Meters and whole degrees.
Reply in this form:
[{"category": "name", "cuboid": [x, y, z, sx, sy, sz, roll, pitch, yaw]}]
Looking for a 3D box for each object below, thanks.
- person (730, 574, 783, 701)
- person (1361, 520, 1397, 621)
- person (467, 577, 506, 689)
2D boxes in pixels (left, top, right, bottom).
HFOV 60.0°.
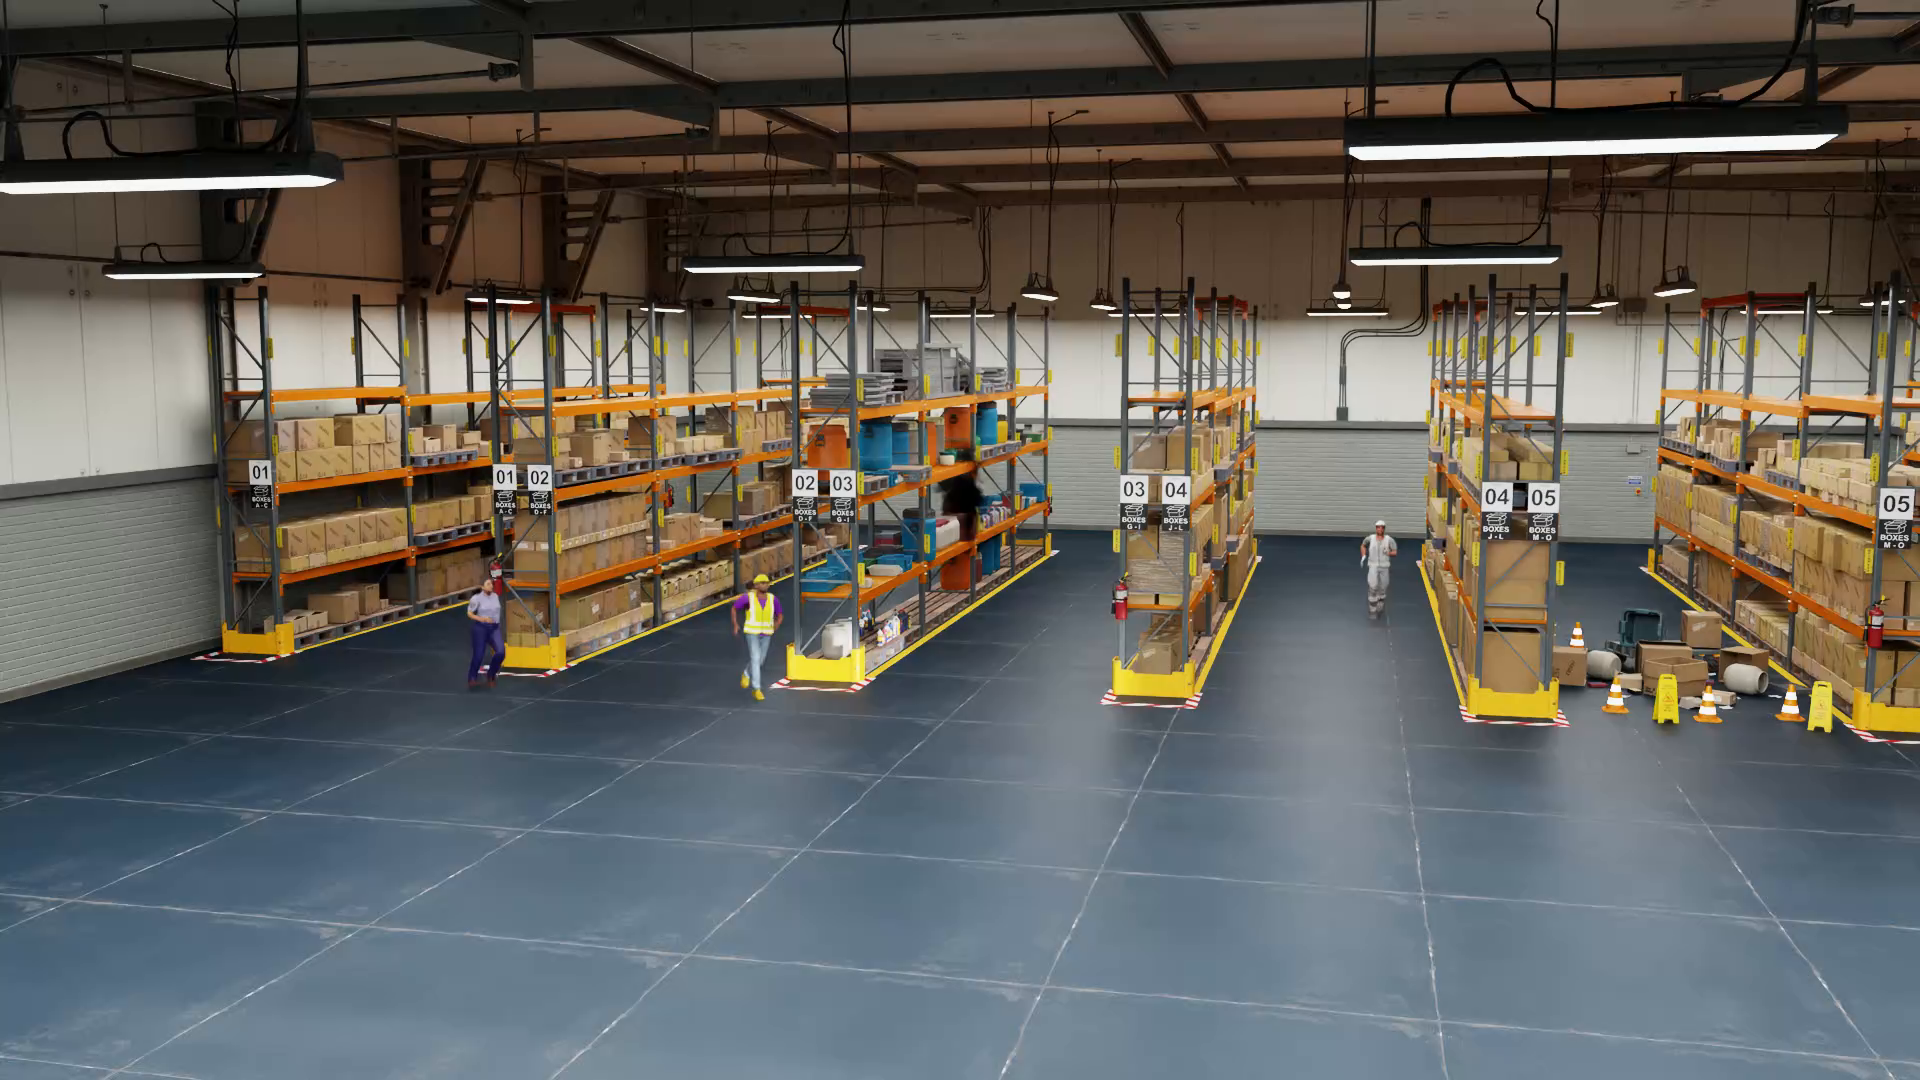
[{"category": "person", "cuboid": [-2.899, 1.373, 24.074, 0.744, 1.750, 0.874, -3, 7, -27]}, {"category": "person", "cuboid": [7.801, 0.543, 30.989, 0.649, 1.835, 0.839, 1, 7, 9]}, {"category": "person", "cuboid": [-6.993, 1.382, 24.608, 0.612, 1.670, 0.631, -6, 9, -44]}]
